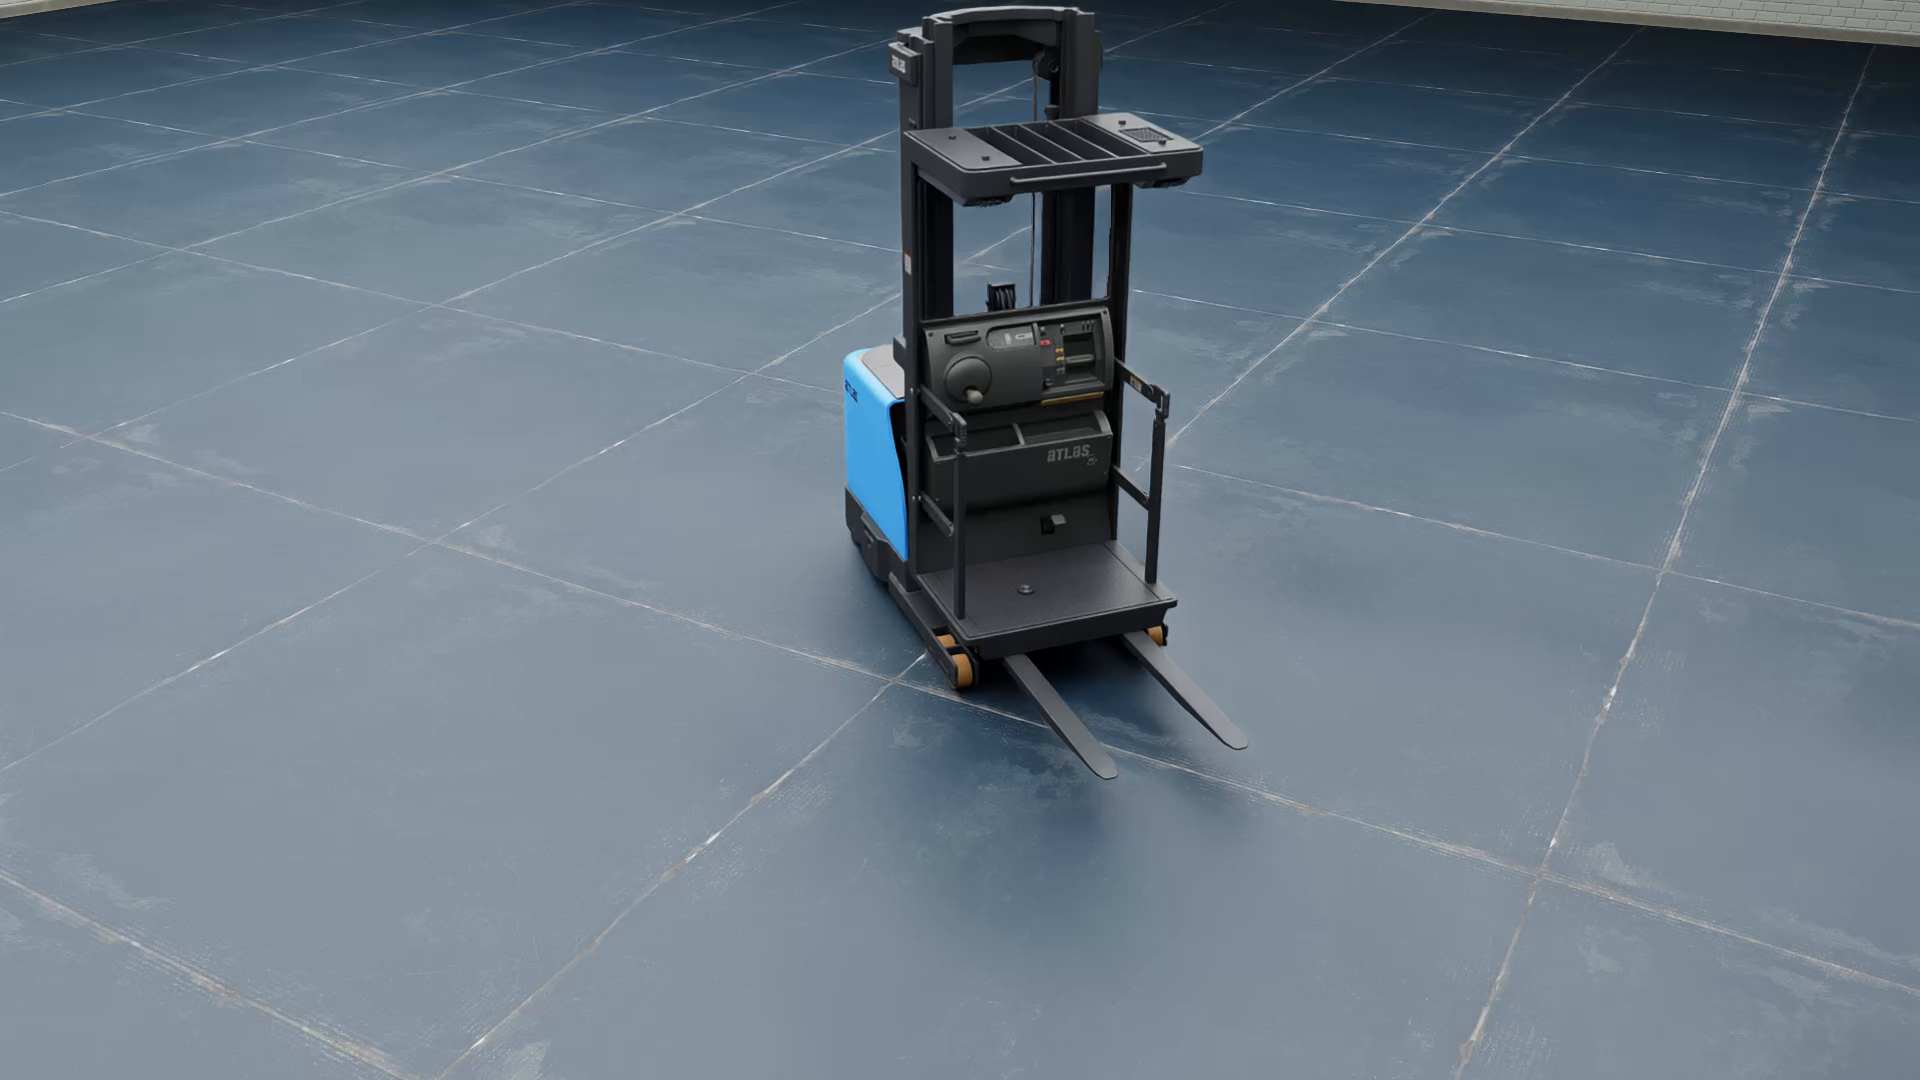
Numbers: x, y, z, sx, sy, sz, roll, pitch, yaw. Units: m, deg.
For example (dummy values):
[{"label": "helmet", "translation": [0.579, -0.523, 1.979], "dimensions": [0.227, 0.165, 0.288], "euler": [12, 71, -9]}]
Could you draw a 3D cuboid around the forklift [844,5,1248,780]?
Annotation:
[{"label": "forklift", "translation": [0.364, -0.819, 7.613], "dimensions": [1.130, 2.935, 3.031], "euler": [-10, 28, -19]}]
